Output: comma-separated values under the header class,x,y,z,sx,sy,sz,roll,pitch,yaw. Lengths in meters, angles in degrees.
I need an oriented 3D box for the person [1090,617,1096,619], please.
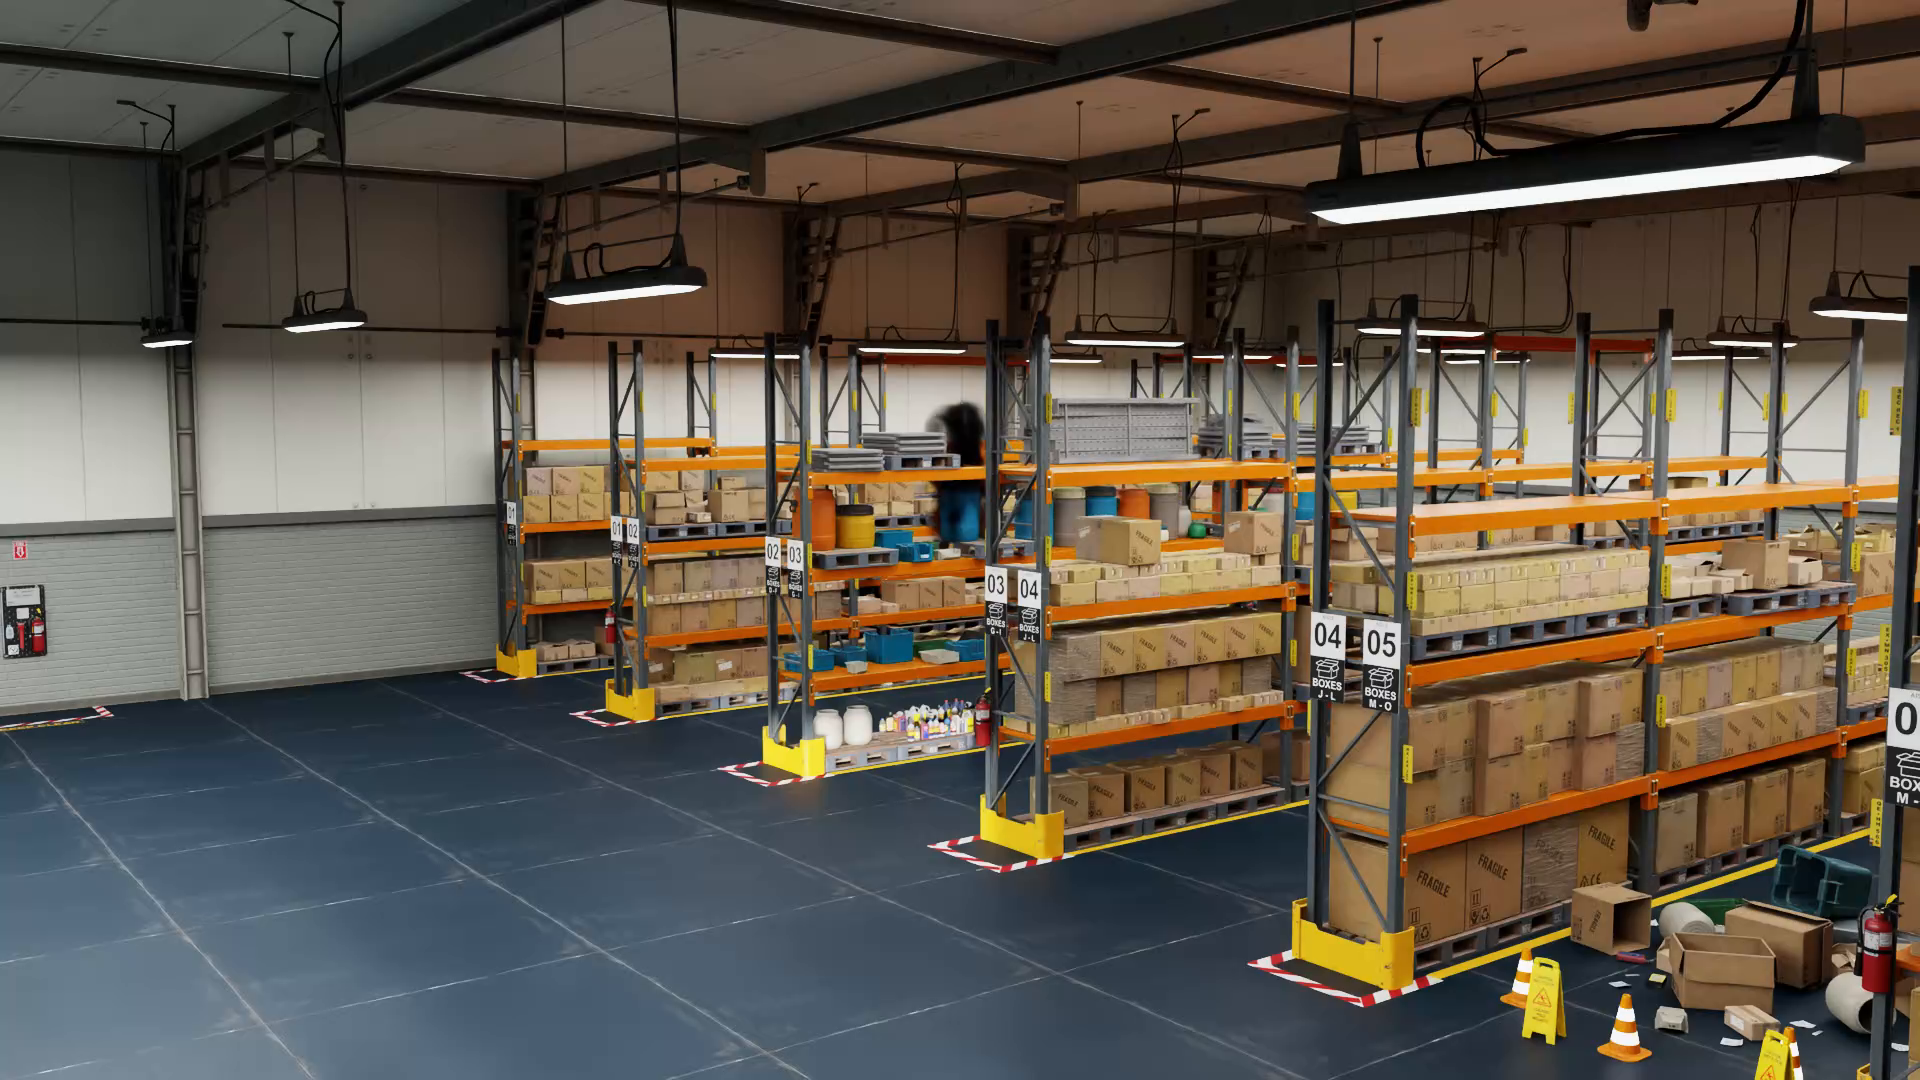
class,x,y,z,sx,sy,sz,roll,pitch,yaw
person,2.451,1.844,28.488,0.841,1.707,0.569,-3,6,-31
